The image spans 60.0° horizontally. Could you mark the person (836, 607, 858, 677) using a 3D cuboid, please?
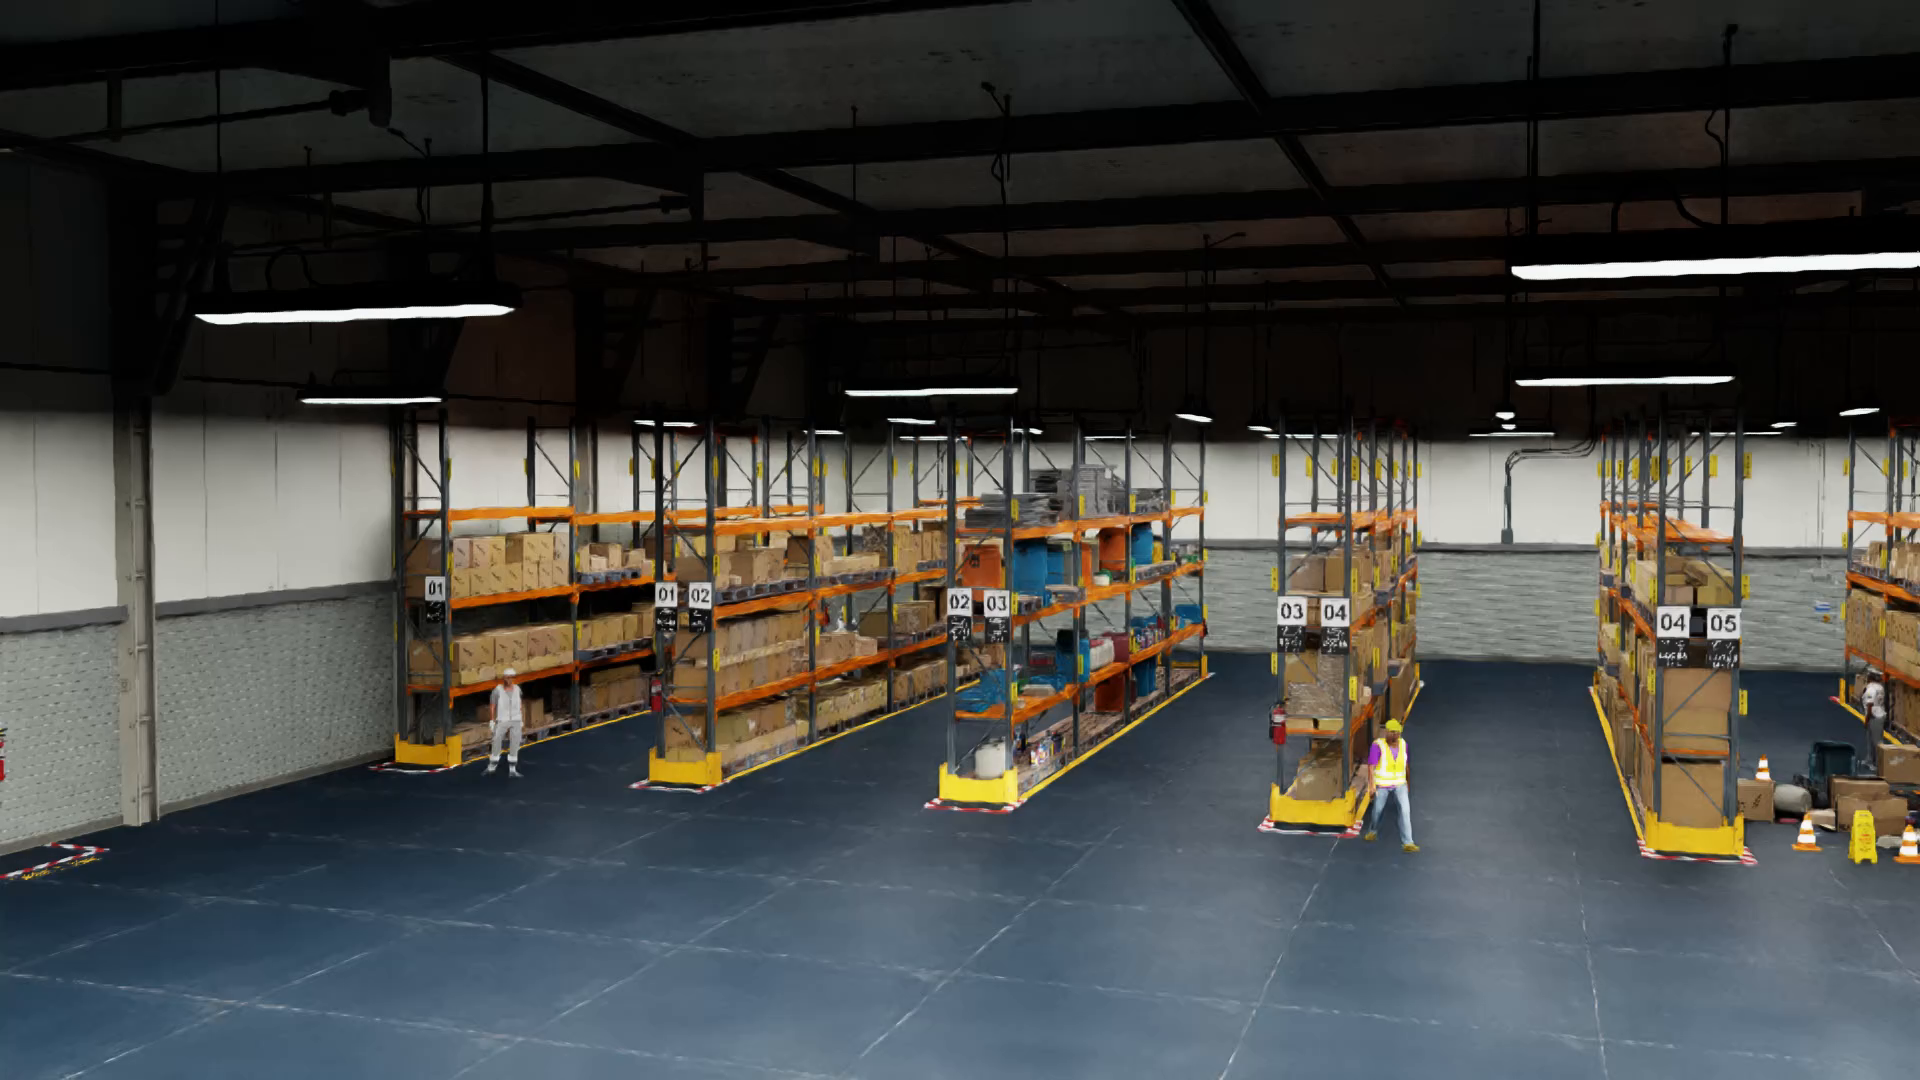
[{"bbox_3d":[-2.749,2.423,40.119,0.536,1.700,1.111,1,3,21],"label":"person"}]

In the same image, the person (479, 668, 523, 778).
[{"bbox_3d":[-7.437,2.956,26.958,0.706,1.785,0.469,-1,3,-24],"label":"person"}]

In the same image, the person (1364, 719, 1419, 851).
[{"bbox_3d":[5.680,3.210,21.938,0.617,1.725,0.961,0,2,-4],"label":"person"}]

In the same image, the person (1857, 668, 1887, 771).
[{"bbox_3d":[15.175,2.968,27.665,0.551,1.664,0.572,2,3,42],"label":"person"}]
